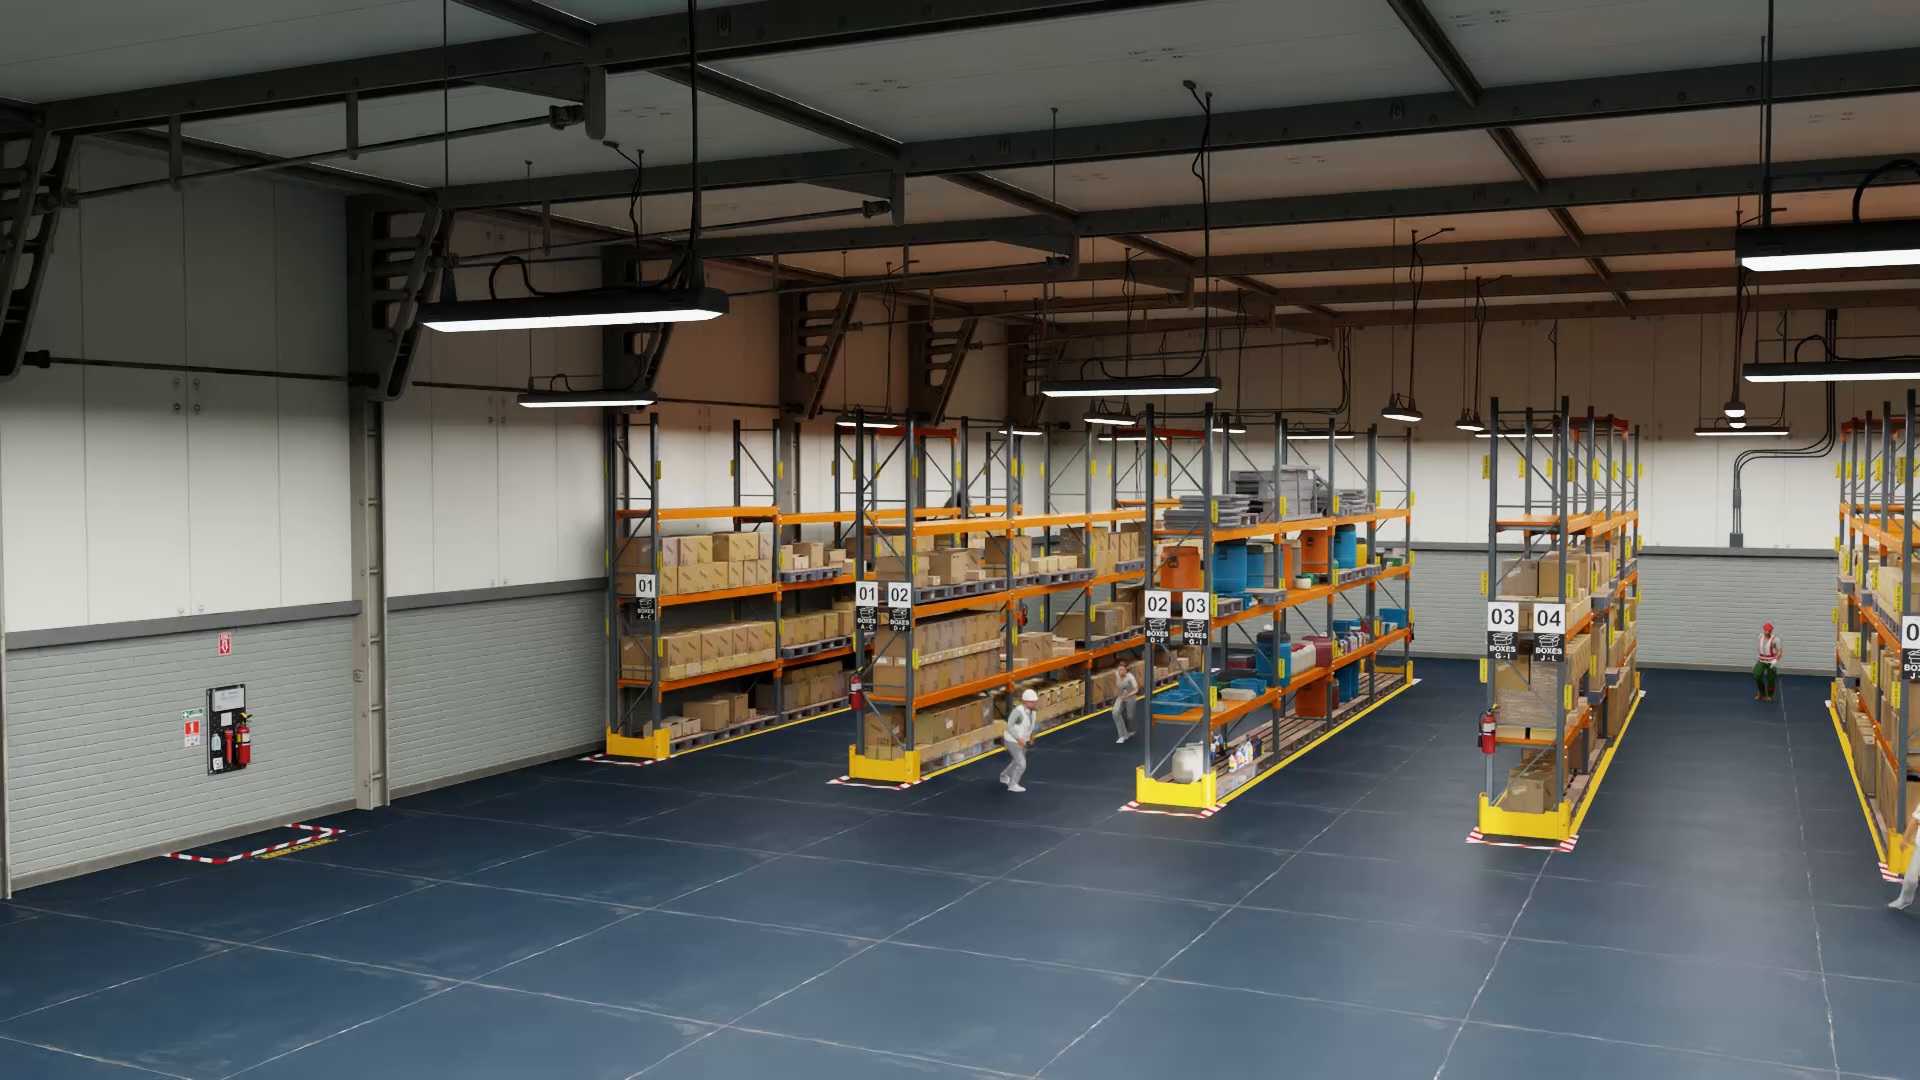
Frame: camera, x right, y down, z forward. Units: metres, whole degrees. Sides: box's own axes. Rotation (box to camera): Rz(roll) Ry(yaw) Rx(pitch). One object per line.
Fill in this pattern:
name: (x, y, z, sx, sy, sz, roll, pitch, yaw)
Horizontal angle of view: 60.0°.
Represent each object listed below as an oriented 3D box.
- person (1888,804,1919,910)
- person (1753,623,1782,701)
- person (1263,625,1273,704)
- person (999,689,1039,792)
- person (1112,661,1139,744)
person: (10.816, 3.427, 18.497, 0.750, 1.590, 0.674, 1, 2, 13)
person: (17.359, 2.628, 35.698, 0.770, 1.727, 0.622, -2, 3, -42)
person: (6.653, 2.645, 35.628, 0.810, 1.708, 0.700, 2, 3, 43)
person: (0.906, 3.102, 25.856, 0.899, 1.628, 0.686, 2, 3, 35)
person: (3.099, 2.942, 30.596, 0.586, 1.509, 1.027, 1, 3, 29)
